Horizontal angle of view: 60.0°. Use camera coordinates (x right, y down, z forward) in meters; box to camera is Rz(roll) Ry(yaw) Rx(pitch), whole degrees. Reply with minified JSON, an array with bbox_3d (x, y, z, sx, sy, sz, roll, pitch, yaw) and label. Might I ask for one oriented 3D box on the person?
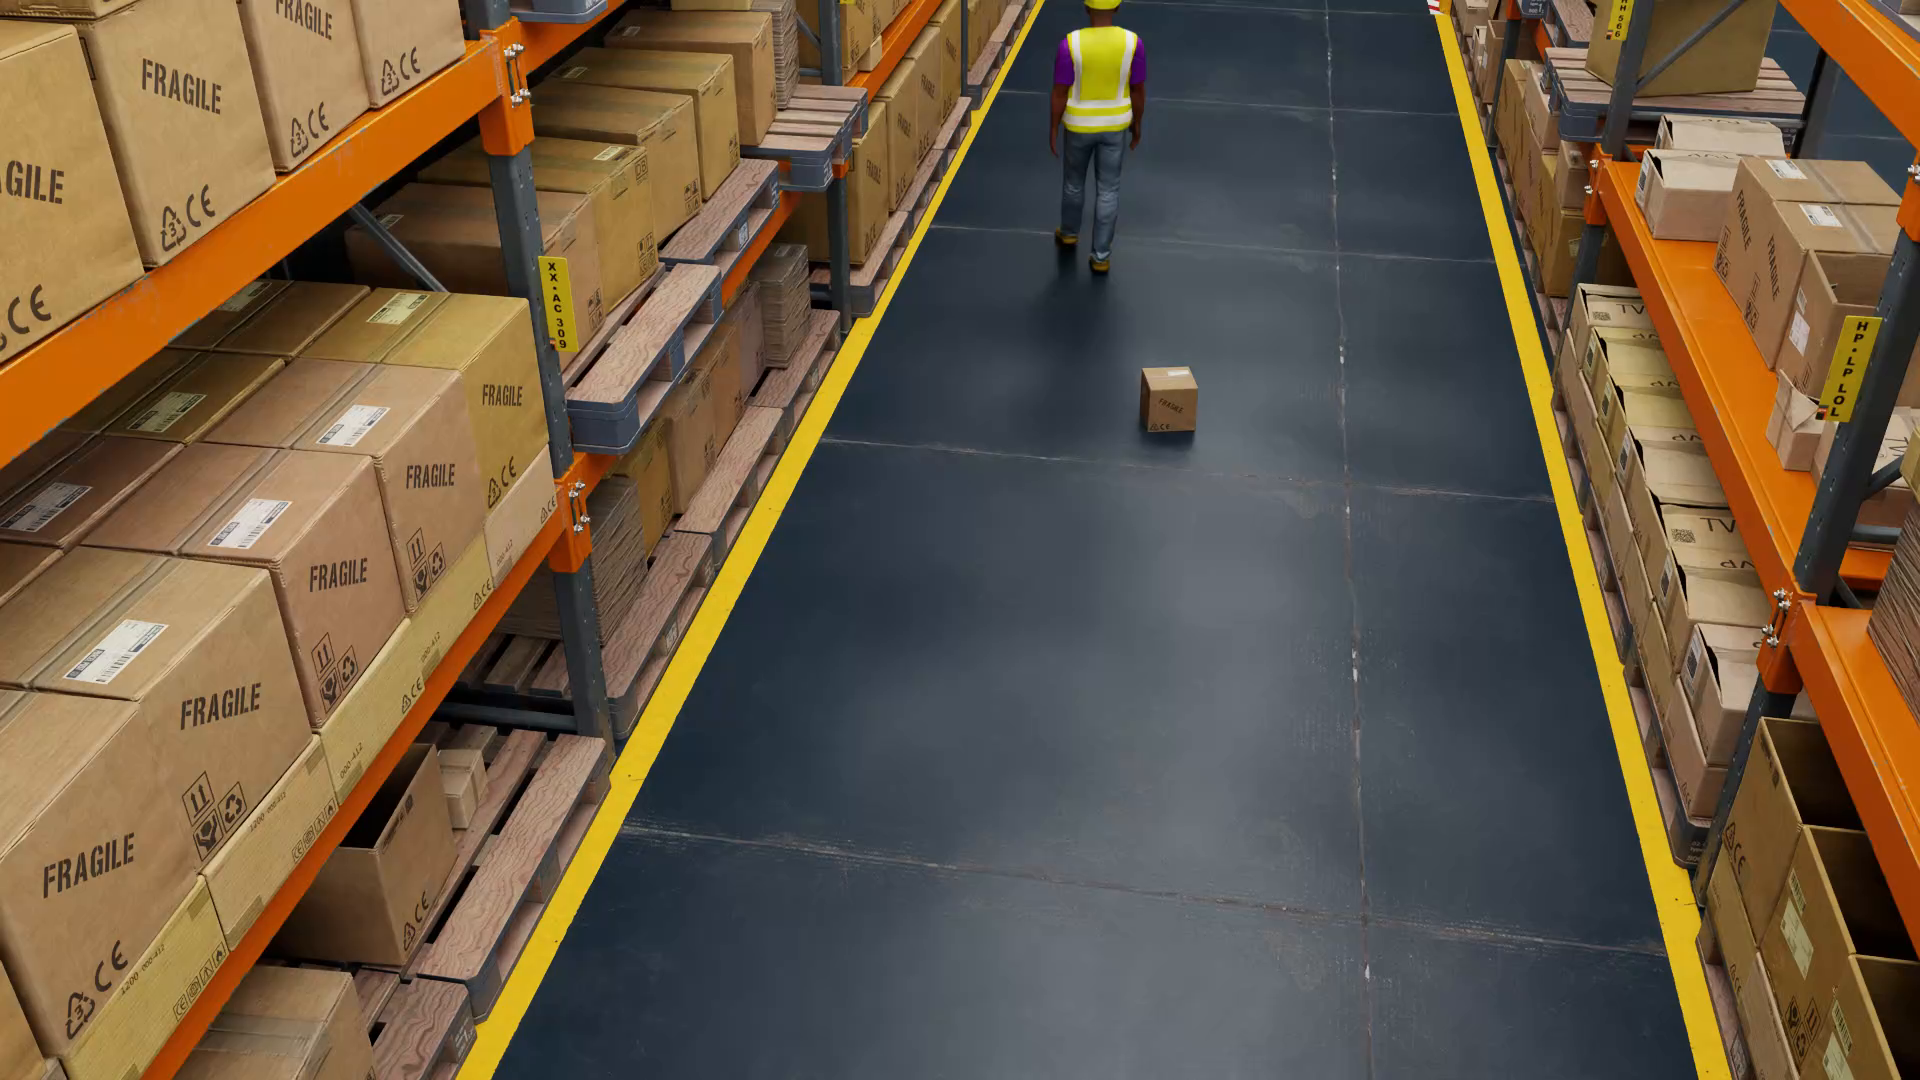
[{"bbox_3d":[0.830,-2.597,10.214,0.576,1.748,0.745,1,32,1],"label":"person"}]
